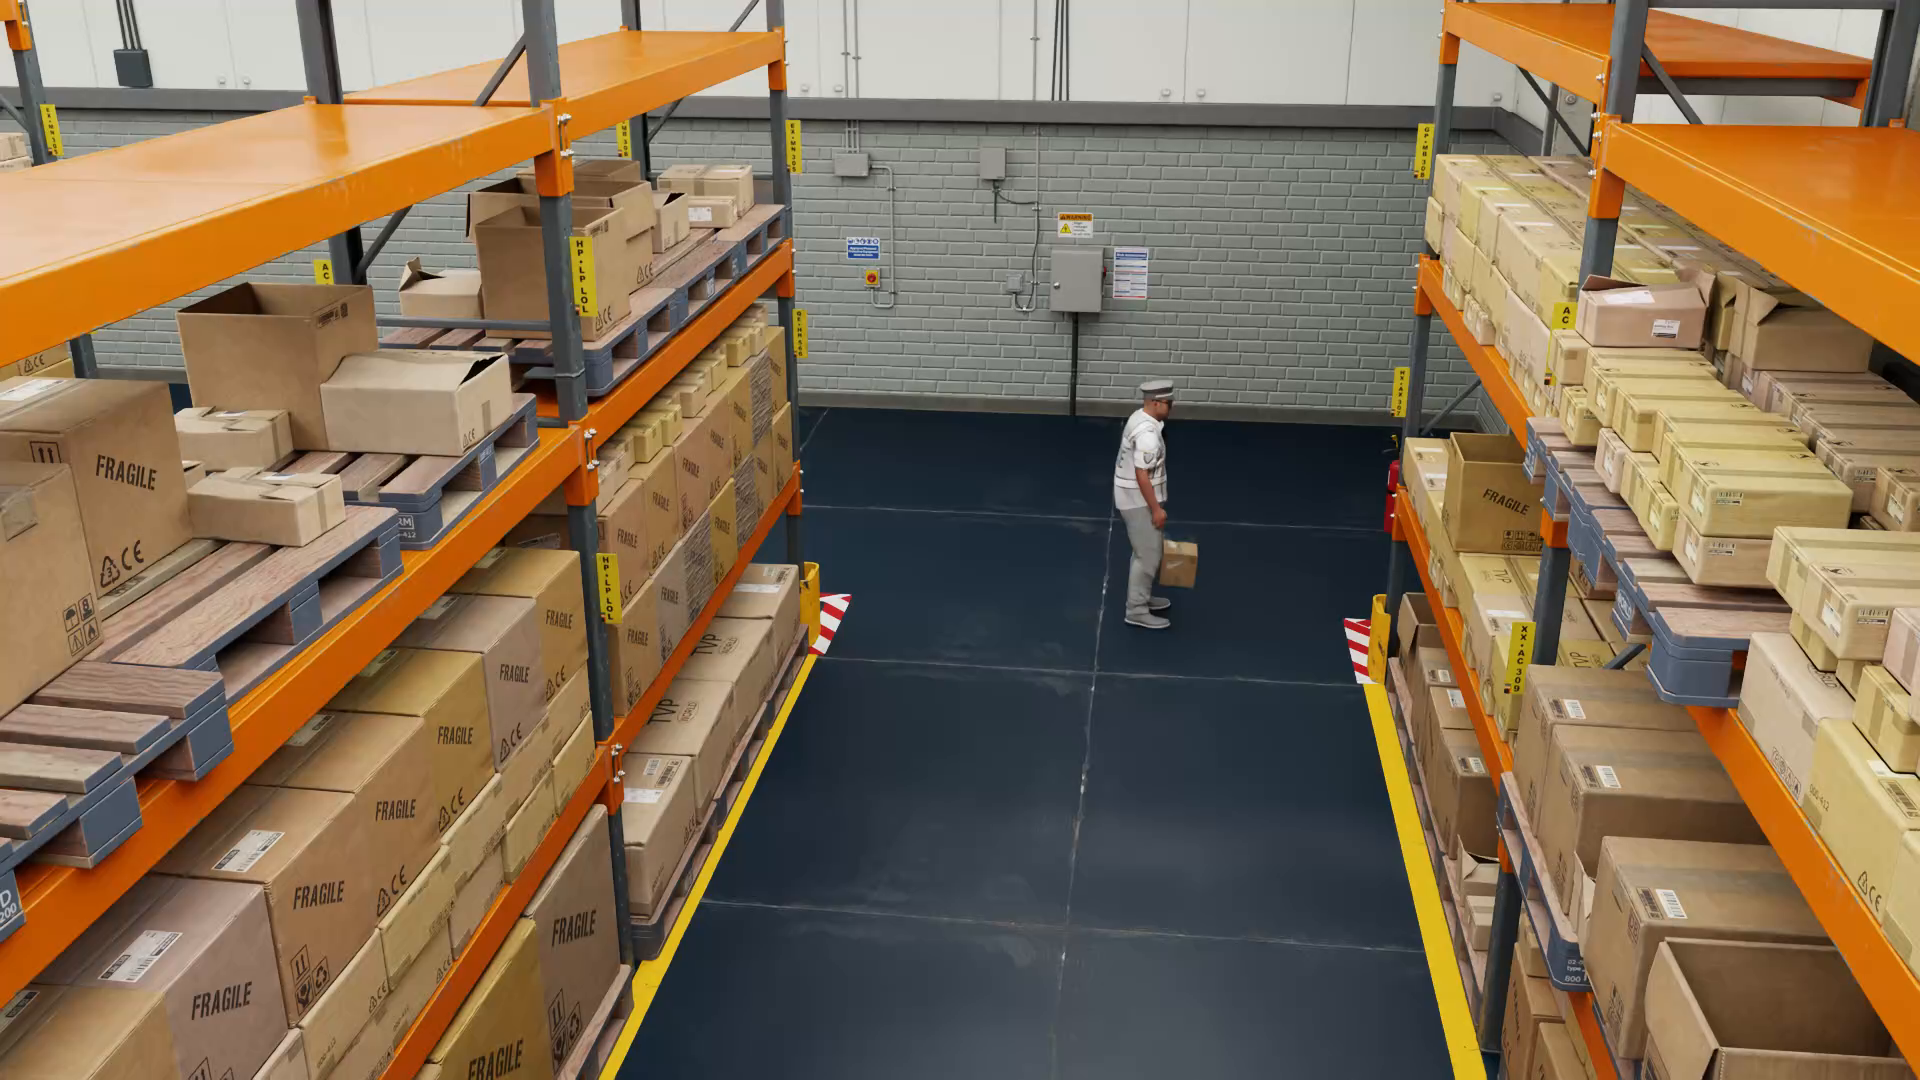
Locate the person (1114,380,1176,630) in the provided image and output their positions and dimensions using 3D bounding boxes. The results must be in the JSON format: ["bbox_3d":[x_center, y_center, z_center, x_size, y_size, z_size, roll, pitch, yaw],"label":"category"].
[{"bbox_3d":[1.310,-0.277,11.790,0.444,1.750,0.566,2,21,5],"label":"person"}]
